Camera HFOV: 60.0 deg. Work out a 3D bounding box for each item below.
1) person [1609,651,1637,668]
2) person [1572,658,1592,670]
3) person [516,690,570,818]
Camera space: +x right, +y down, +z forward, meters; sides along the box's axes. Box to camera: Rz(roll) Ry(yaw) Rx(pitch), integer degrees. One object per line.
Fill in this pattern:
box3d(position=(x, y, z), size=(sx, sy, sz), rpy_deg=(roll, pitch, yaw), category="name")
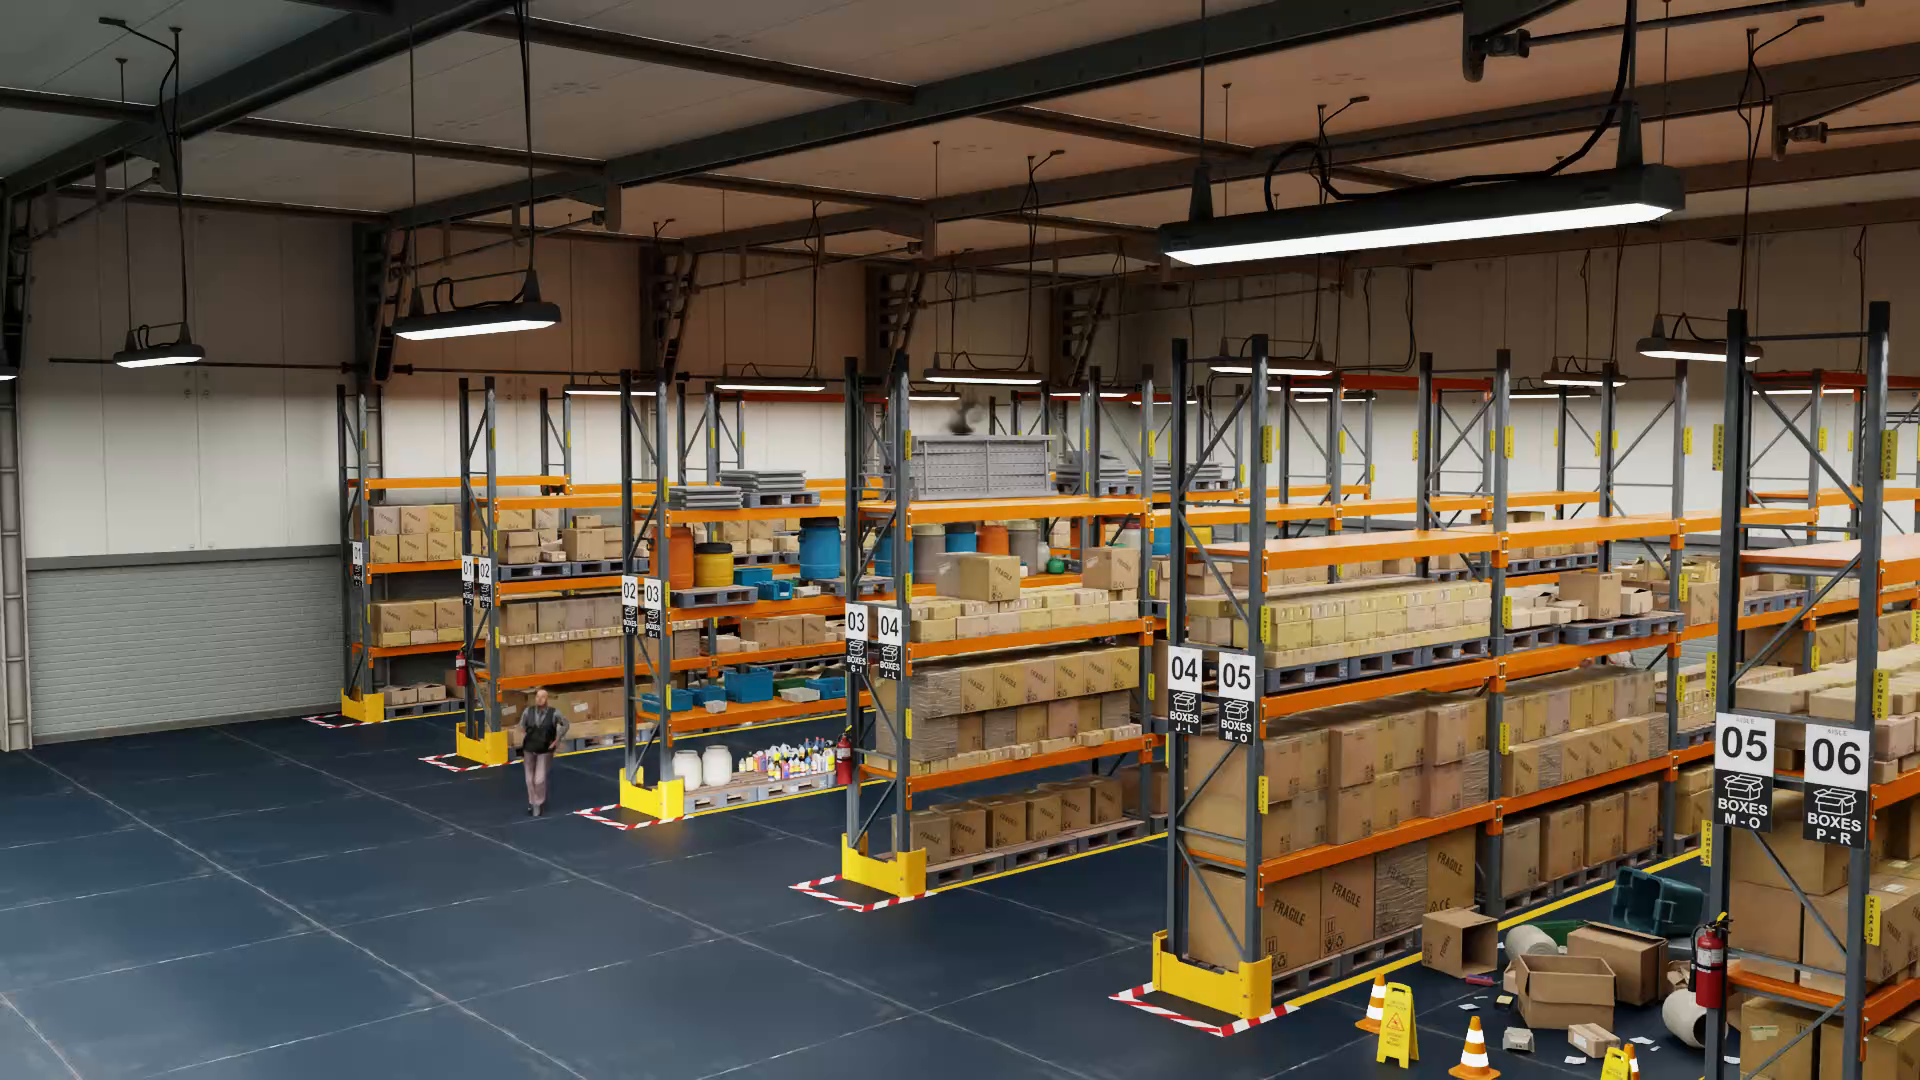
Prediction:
box3d(position=(11.920, 2.361, 30.113), size=(0.620, 1.657, 0.730), rpy_deg=(-2, 4, -26), category="person")
box3d(position=(9.681, 2.600, 25.840), size=(0.689, 1.739, 0.730), rpy_deg=(4, 5, 43), category="person")
box3d(position=(-5.609, 2.867, 22.244), size=(0.661, 1.738, 0.698), rpy_deg=(0, 4, 5), category="person")
